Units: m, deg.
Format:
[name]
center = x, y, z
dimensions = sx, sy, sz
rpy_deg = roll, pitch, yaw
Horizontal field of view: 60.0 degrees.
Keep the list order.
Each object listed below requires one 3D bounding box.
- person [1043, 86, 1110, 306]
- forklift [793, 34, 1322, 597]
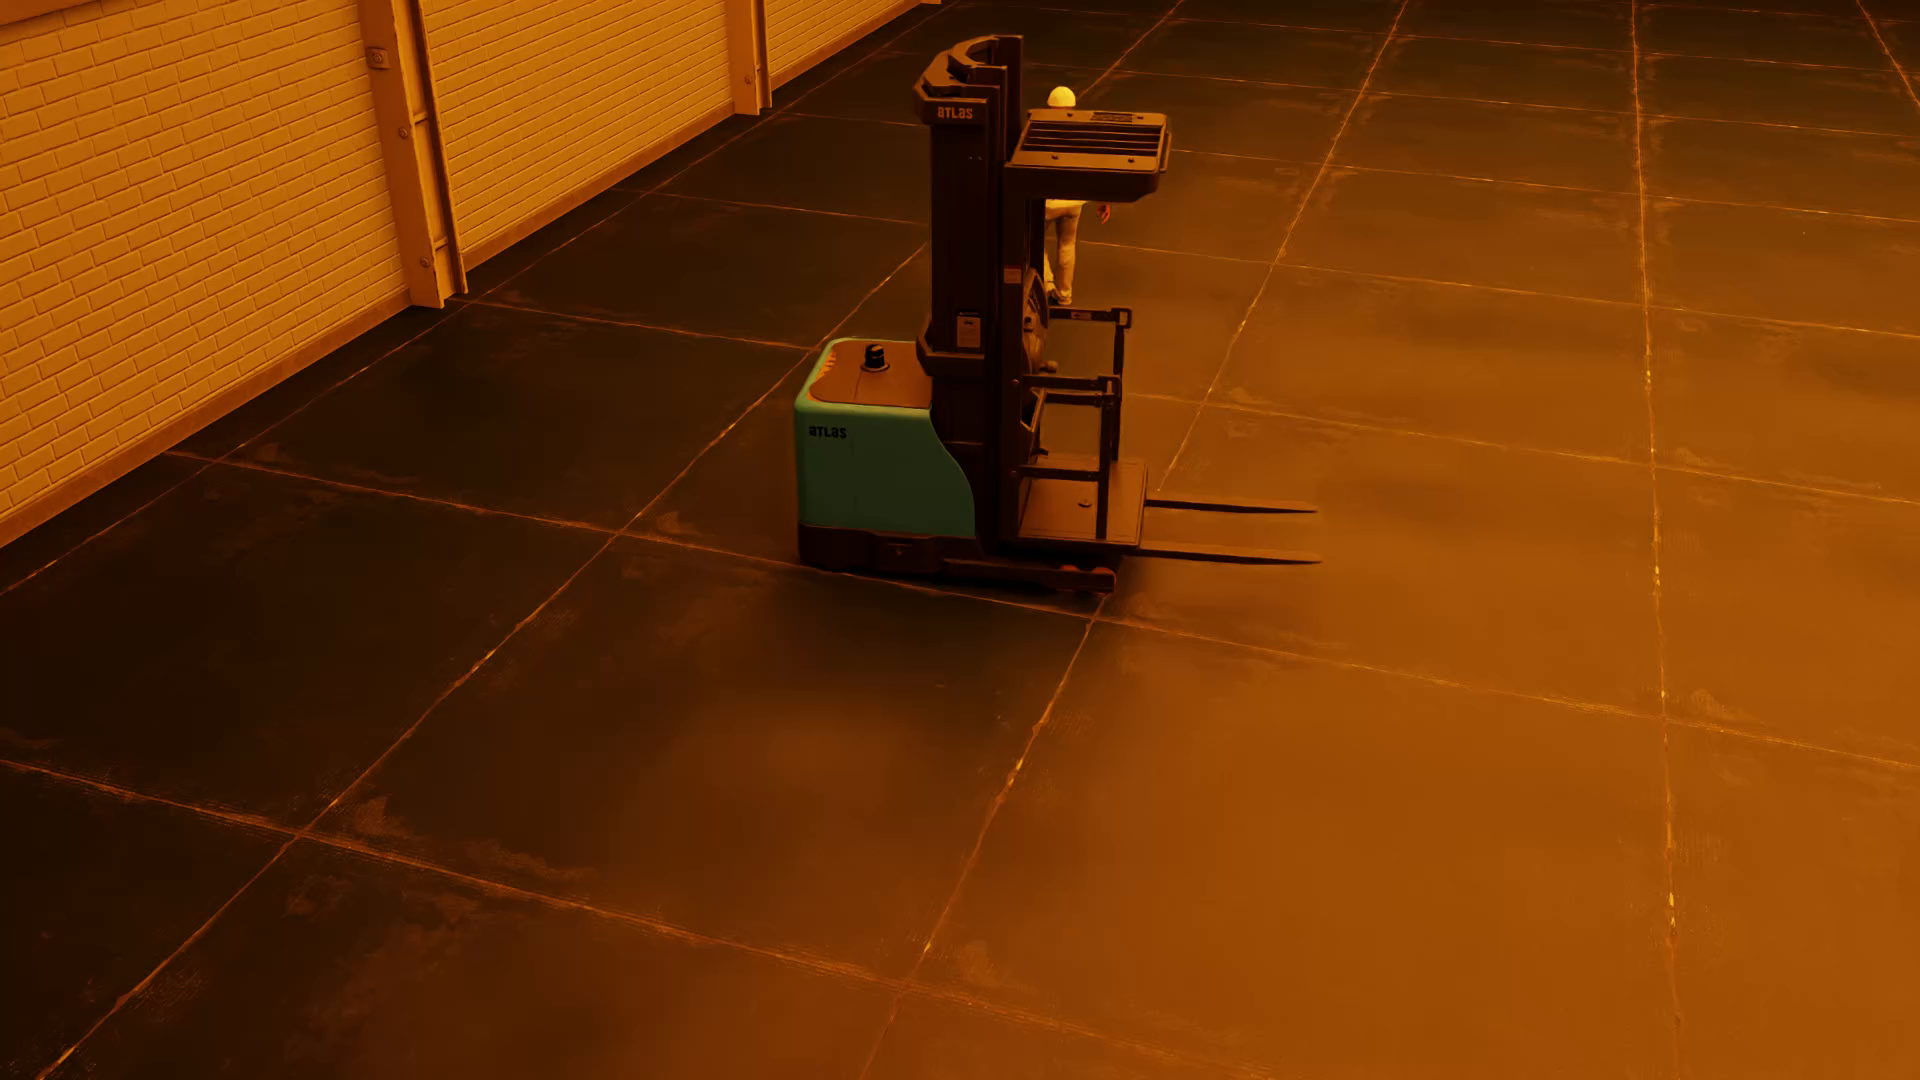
[person]
center = 0.767, -2.661, 13.003
dimensions = 0.771, 1.746, 0.489
rpy_deg = -7, 30, -12
[forklift]
center = 0.608, -1.233, 9.299
dimensions = 3.031, 2.935, 1.130
rpy_deg = 4, 30, 8
